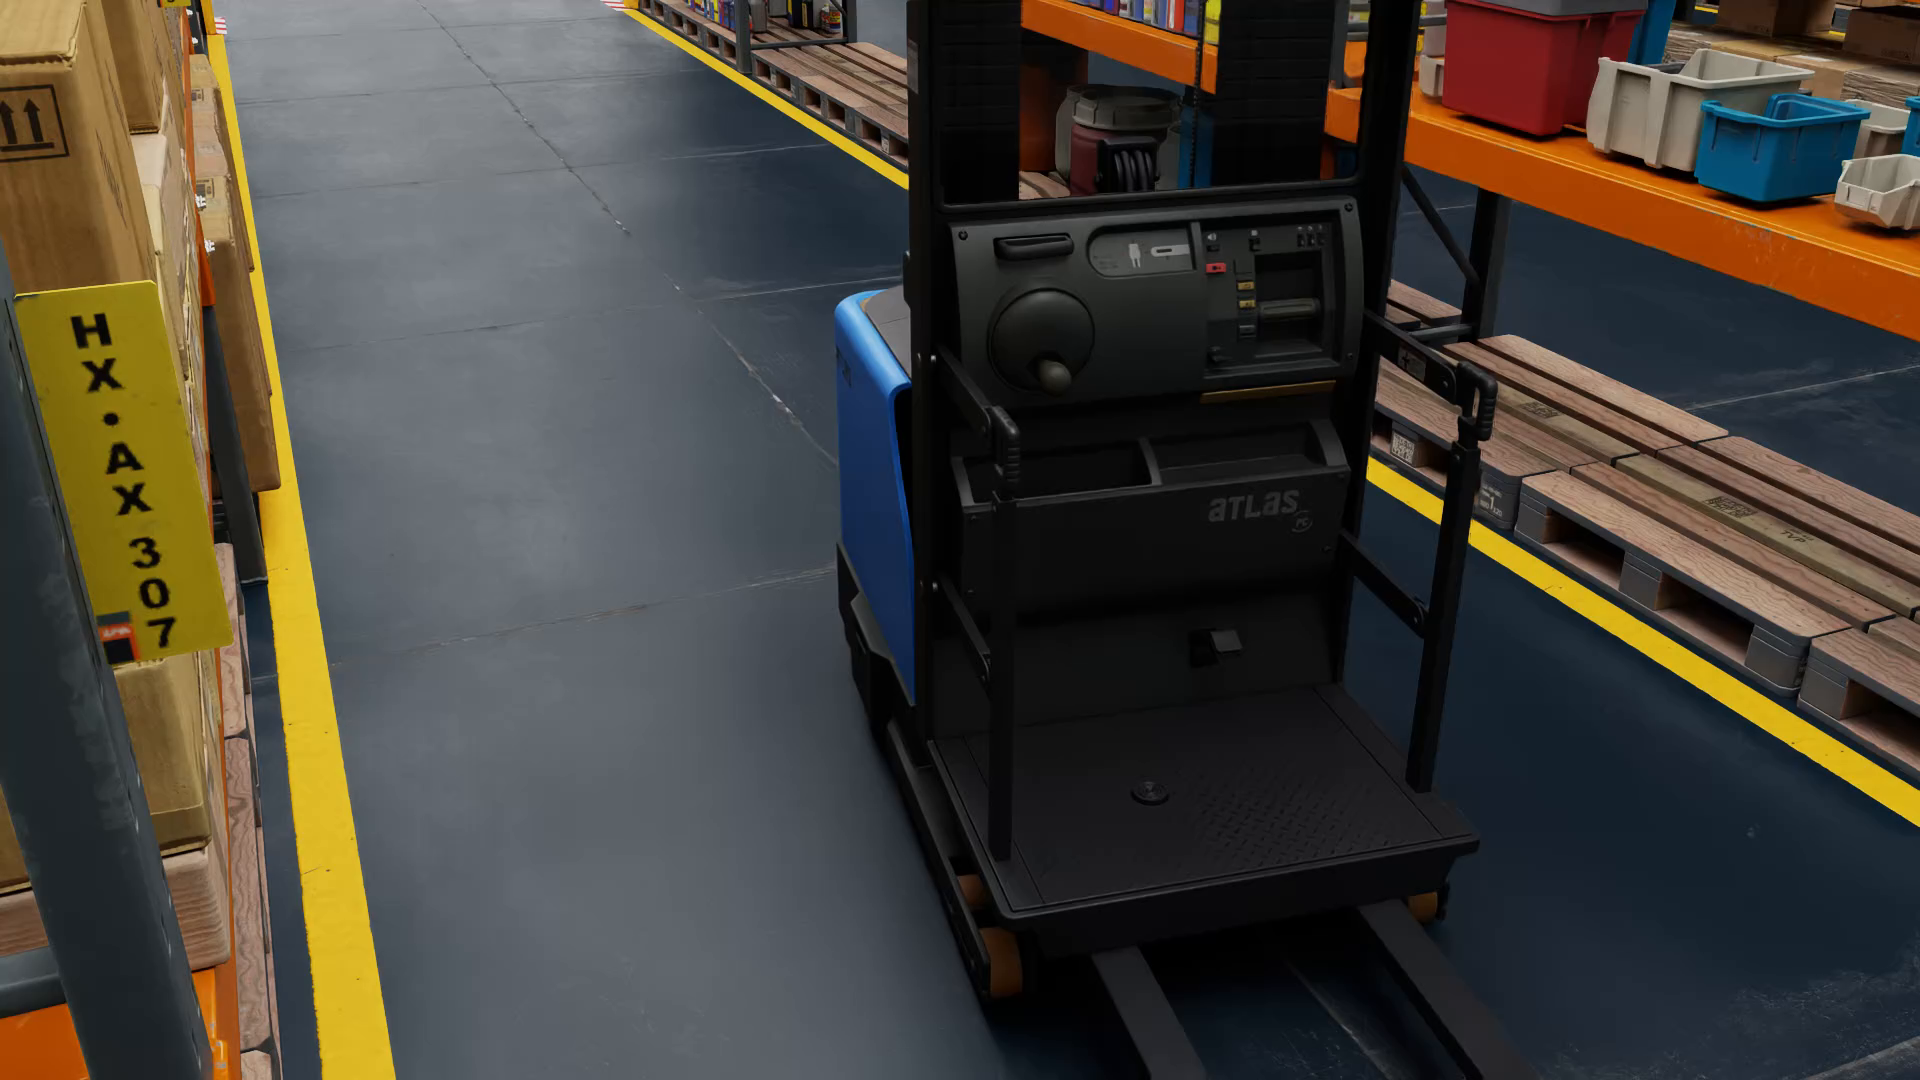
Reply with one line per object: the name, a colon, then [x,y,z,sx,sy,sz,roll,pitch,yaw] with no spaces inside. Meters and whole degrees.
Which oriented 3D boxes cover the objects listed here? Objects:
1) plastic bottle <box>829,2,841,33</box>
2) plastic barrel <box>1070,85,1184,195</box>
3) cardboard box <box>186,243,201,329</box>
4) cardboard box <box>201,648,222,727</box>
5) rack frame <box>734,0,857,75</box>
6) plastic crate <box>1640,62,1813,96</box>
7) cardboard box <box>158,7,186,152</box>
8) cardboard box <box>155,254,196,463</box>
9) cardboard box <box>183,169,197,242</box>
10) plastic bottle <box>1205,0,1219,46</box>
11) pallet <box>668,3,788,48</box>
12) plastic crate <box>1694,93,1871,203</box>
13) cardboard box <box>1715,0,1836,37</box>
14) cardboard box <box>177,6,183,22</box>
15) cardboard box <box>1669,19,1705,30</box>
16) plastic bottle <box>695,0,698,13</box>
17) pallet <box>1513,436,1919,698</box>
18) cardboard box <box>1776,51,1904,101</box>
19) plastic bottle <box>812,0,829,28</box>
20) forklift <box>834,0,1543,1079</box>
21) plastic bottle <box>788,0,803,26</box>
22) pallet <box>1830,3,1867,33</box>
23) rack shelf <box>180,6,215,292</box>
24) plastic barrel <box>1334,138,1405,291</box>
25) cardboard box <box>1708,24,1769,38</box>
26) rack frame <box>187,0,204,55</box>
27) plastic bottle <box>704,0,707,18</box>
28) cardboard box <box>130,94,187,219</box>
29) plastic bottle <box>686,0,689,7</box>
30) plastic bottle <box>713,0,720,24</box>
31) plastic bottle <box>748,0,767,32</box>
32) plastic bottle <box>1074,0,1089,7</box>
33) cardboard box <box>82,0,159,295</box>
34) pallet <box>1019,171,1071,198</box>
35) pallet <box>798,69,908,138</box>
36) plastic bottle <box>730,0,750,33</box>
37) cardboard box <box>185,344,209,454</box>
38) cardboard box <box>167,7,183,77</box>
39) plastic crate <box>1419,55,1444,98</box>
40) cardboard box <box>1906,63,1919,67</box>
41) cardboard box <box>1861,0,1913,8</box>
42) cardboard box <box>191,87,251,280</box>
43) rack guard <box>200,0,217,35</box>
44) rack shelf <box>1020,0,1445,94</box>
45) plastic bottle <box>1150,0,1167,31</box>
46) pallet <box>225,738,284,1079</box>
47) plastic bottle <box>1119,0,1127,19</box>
plastic bottle: [-1.051,-4.402,13.955,0.097,0.271,0.097,0,26,0]
plastic barrel: [0.886,-2.066,8.832,0.600,0.588,0.708,-11,28,-21]
cardboard box: [-1.930,-0.550,3.745,0.380,0.149,0.250,-10,28,-20]
cardboard box: [-1.226,0.176,2.258,0.380,0.149,0.250,-11,28,-22]
rack frame: [-1.330,-5.226,13.035,1.000,3.000,0.127,-11,28,-21]
plastic crate: [2.489,-1.494,5.636,0.437,0.125,0.590,-11,28,-21]
cardboard box: [-2.704,-1.419,5.123,0.500,0.500,0.500,-10,28,-20]
cardboard box: [-1.530,-0.249,2.673,0.500,0.250,0.500,-12,28,-22]
cardboard box: [-2.232,-0.862,4.382,0.380,0.149,0.250,-10,28,-20]
plastic bottle: [1.142,-2.289,7.076,0.144,0.351,0.185,-11,28,-21]
pallet: [-2.036,-4.744,15.227,1.003,0.211,1.213,-11,28,-21]
plastic crate: [2.329,-1.118,4.744,0.416,0.233,0.300,-11,28,-21]
cardboard box: [5.404,-3.513,11.019,0.500,0.250,0.500,-9,28,-19]
cardboard box: [-3.899,-2.648,7.642,0.500,0.500,0.500,-10,28,-19]
cardboard box: [4.711,-3.302,11.442,0.500,0.500,0.500,-9,28,-18]
plastic bottle: [-2.339,-4.889,14.952,0.097,0.271,0.097,0,26,0]
pallet: [2.608,0.040,5.427,1.003,0.211,1.213,-11,28,-21]
cardboard box: [5.322,-2.679,10.165,0.500,0.500,0.500,-12,28,-22]
plastic bottle: [-1.203,-4.530,14.211,0.152,0.276,0.135,-10,28,-19]
forklift: [0.494,-0.490,3.414,1.130,2.935,3.031,-7,27,-13]
plastic bottle: [-1.397,-4.606,14.282,0.144,0.351,0.185,-11,28,-21]
pallet: [8.574,-4.868,15.479,1.003,0.211,1.213,-11,28,-21]
rack shelf: [-3.537,-1.629,6.489,1.077,0.370,4.000,-11,28,-21]
plastic barrel: [1.606,-1.465,7.244,0.600,0.901,0.708,-11,28,-21]
cardboard box: [5.378,-3.198,11.229,0.500,0.500,0.500,-9,28,-19]
rack frame: [-5.887,-4.375,11.292,1.000,3.000,0.127,-11,28,-21]
plastic bottle: [-2.220,-4.766,14.702,0.097,0.271,0.097,0,26,0]
cardboard box: [-2.135,-0.870,3.945,0.500,0.250,0.500,-10,28,-19]
plastic bottle: [-2.473,-5.027,15.235,0.097,0.271,0.097,0,26,0]
plastic bottle: [-2.049,-4.652,14.376,0.144,0.351,0.185,-11,28,-21]
plastic bottle: [-1.715,-4.469,14.001,0.144,0.351,0.185,-11,28,-21]
plastic bottle: [0.652,-2.765,8.136,0.152,0.276,0.135,-11,28,-21]
cardboard box: [-1.532,-0.584,2.504,0.500,0.500,0.500,-11,28,-22]
pallet: [0.584,-2.047,9.702,1.003,0.211,1.213,-11,28,-21]
pallet: [-0.505,-3.169,12.001,1.003,0.211,1.213,-11,28,-21]
plastic bottle: [-1.847,-4.444,13.950,0.144,0.351,0.185,-11,28,-22]
cardboard box: [-1.627,-0.238,3.106,0.380,0.149,0.250,-11,28,-22]
cardboard box: [-3.305,-2.032,6.378,0.500,0.500,0.500,-10,28,-20]
plastic crate: [1.854,-1.692,6.030,0.396,0.136,0.243,-11,28,-21]
cardboard box: [5.989,-2.574,9.951,0.500,0.500,0.500,-10,28,-20]
cardboard box: [8.707,-5.093,15.110,0.700,0.500,0.500,-11,28,-21]
cardboard box: [-3.728,-1.351,7.041,1.225,0.875,0.875,-10,28,-20]
rack guard: [-7.424,-4.836,15.085,1.175,0.500,0.348,-11,28,-21]
rack shelf: [1.020,-2.481,8.232,1.077,0.370,4.000,-11,28,-21]
plastic bottle: [0.958,-2.450,7.490,0.152,0.276,0.135,-11,28,-21]
pallet: [-2.047,0.921,3.622,1.003,0.211,1.213,-11,28,-21]
plastic bottle: [0.797,-2.552,7.784,0.097,0.201,0.097,0,26,0]
